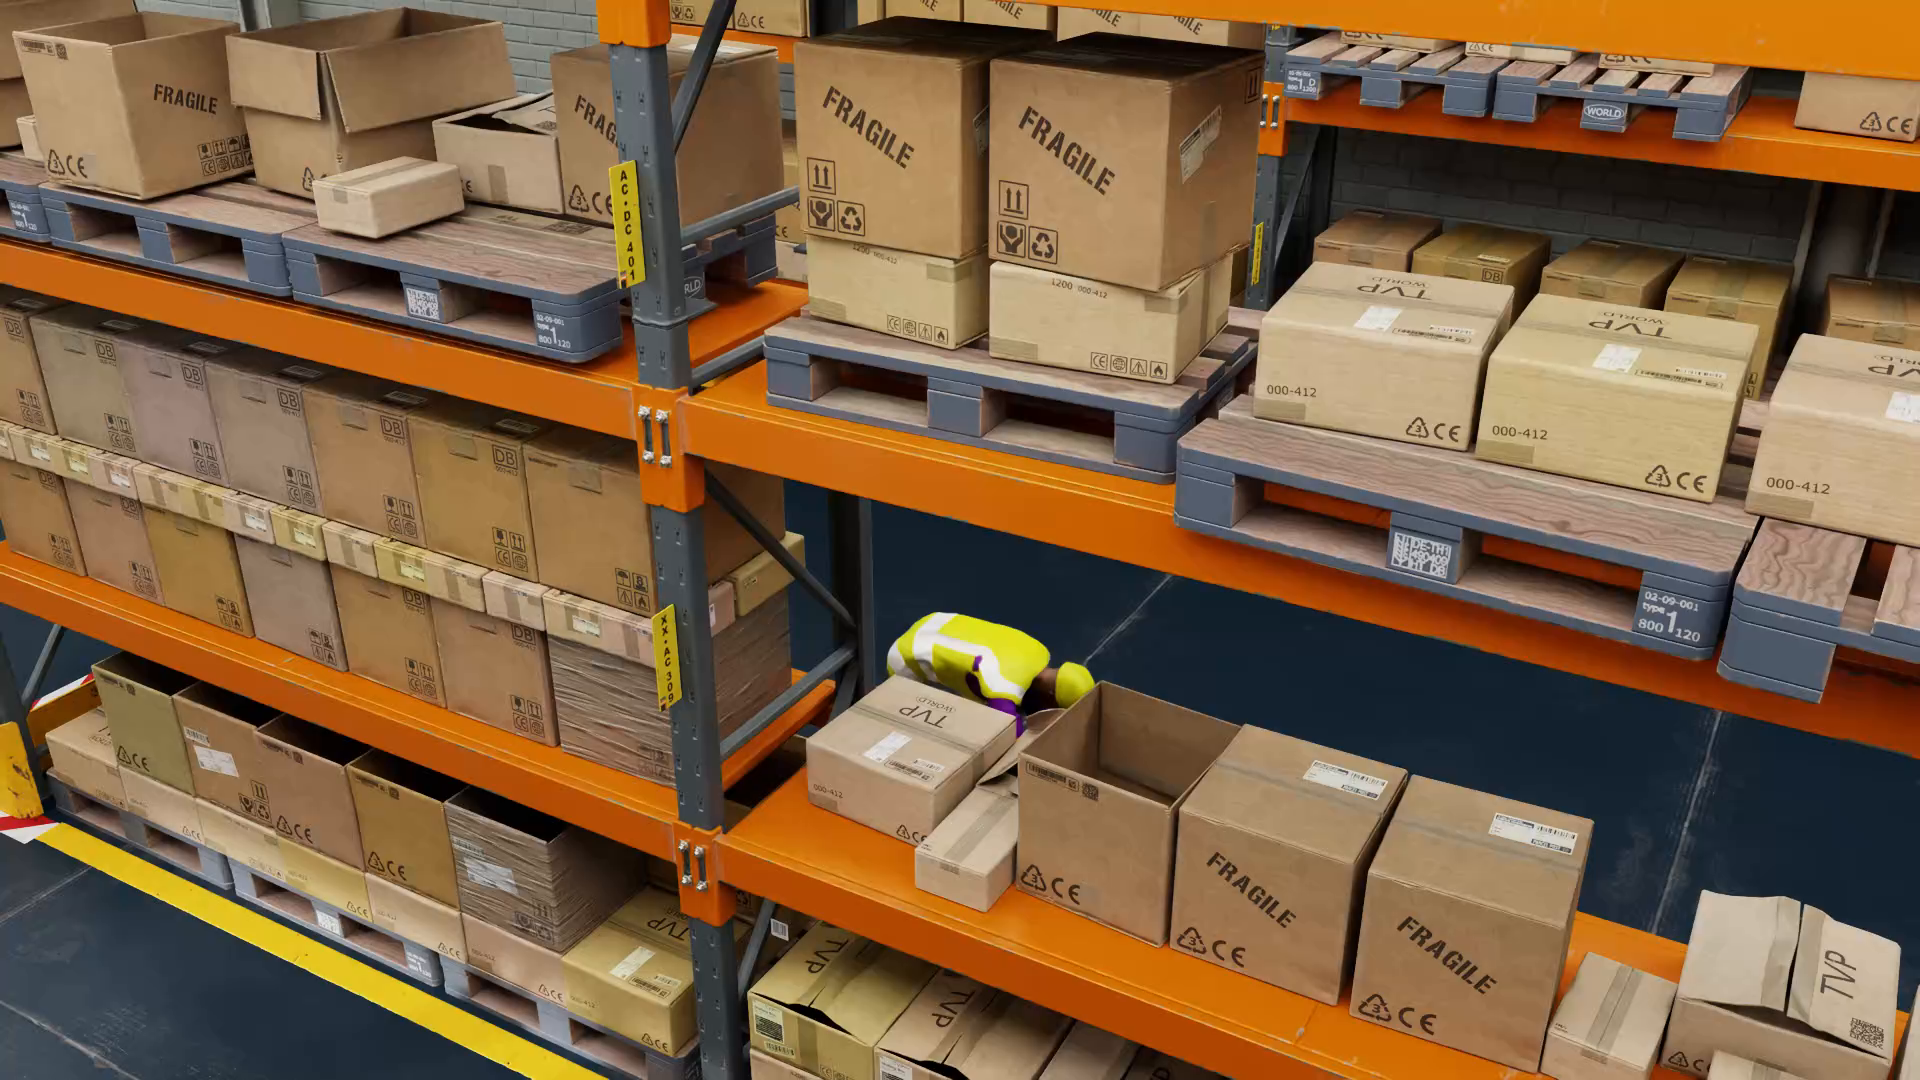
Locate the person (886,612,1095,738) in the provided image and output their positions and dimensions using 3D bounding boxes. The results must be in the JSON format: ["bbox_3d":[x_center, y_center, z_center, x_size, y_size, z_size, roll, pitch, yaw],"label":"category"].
[{"bbox_3d":[0.155,0.790,7.623,0.980,0.864,0.511,13,29,24],"label":"person"}]
